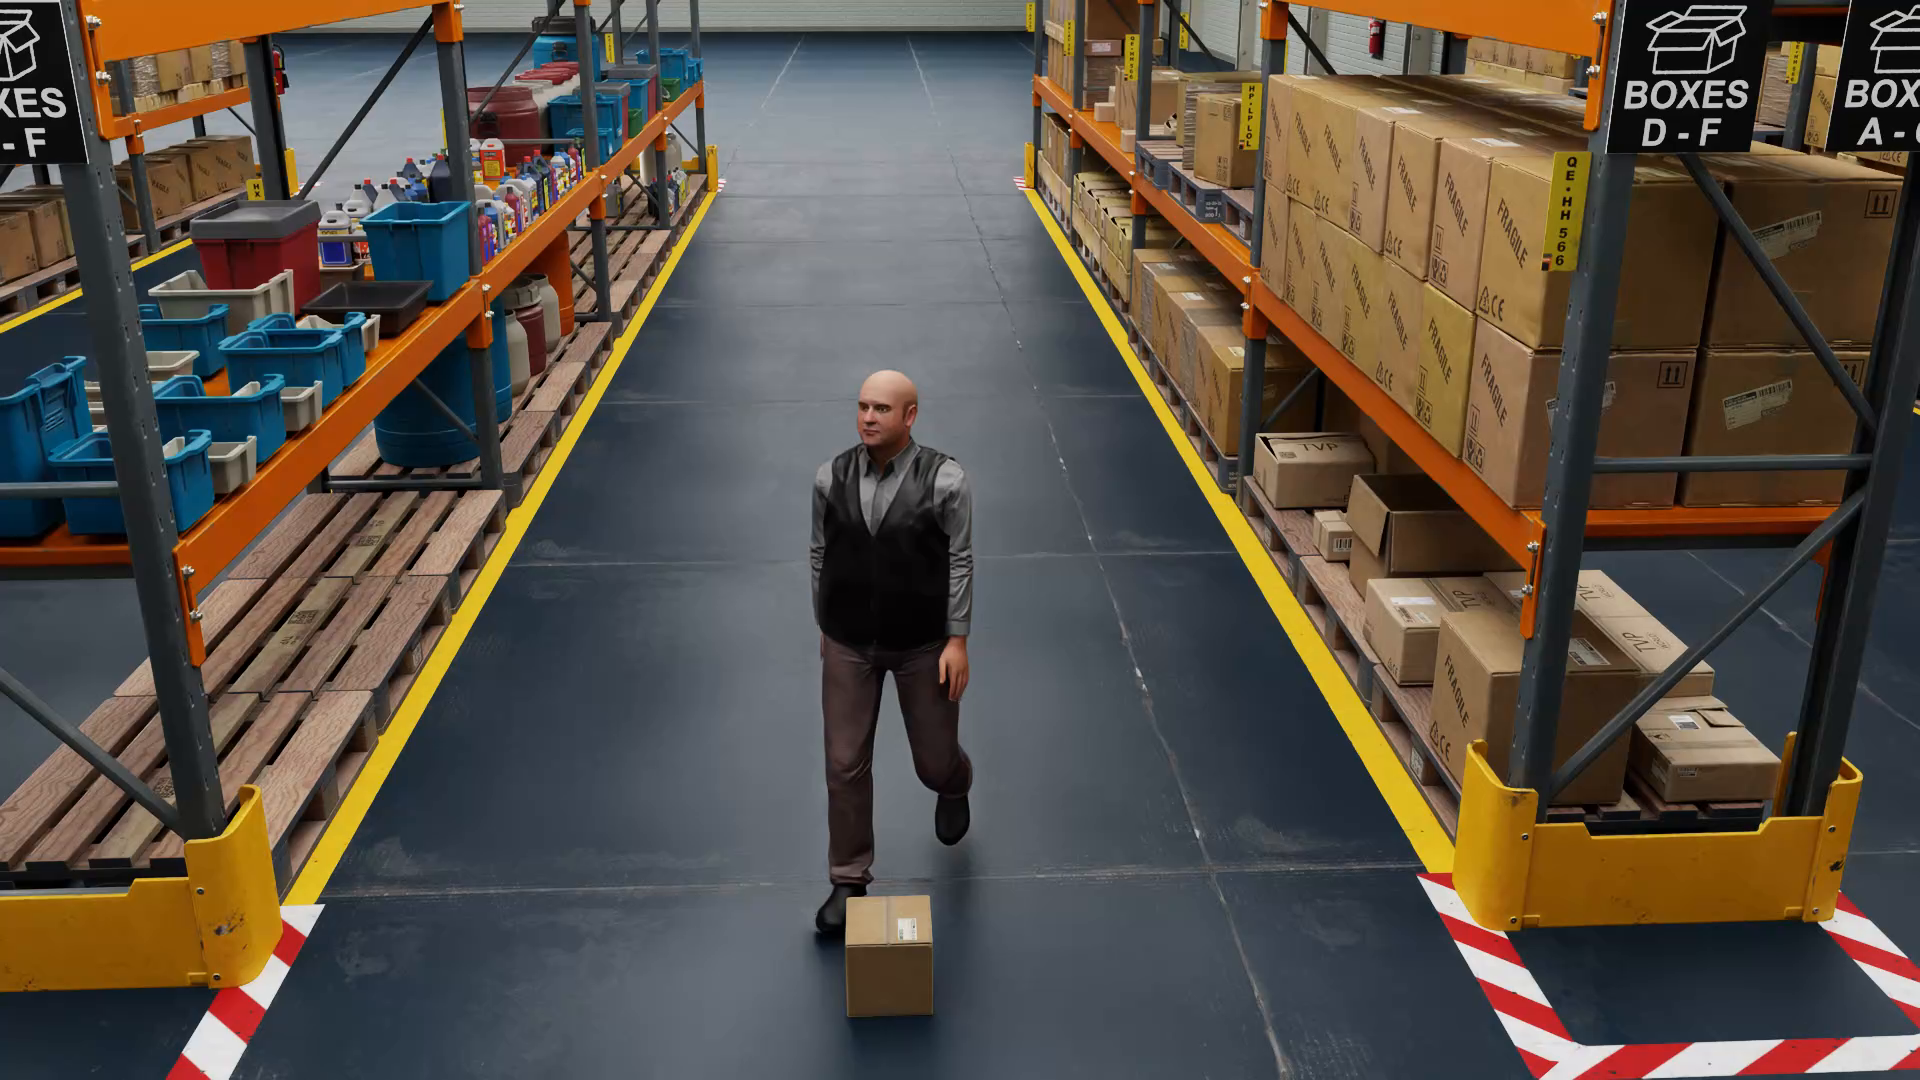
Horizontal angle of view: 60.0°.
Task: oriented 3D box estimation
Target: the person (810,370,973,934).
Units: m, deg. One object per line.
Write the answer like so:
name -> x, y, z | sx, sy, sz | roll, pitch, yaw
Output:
person -> -0.231, 0.325, 5.205 | 0.540, 1.701, 0.783 | 4, 21, 10
